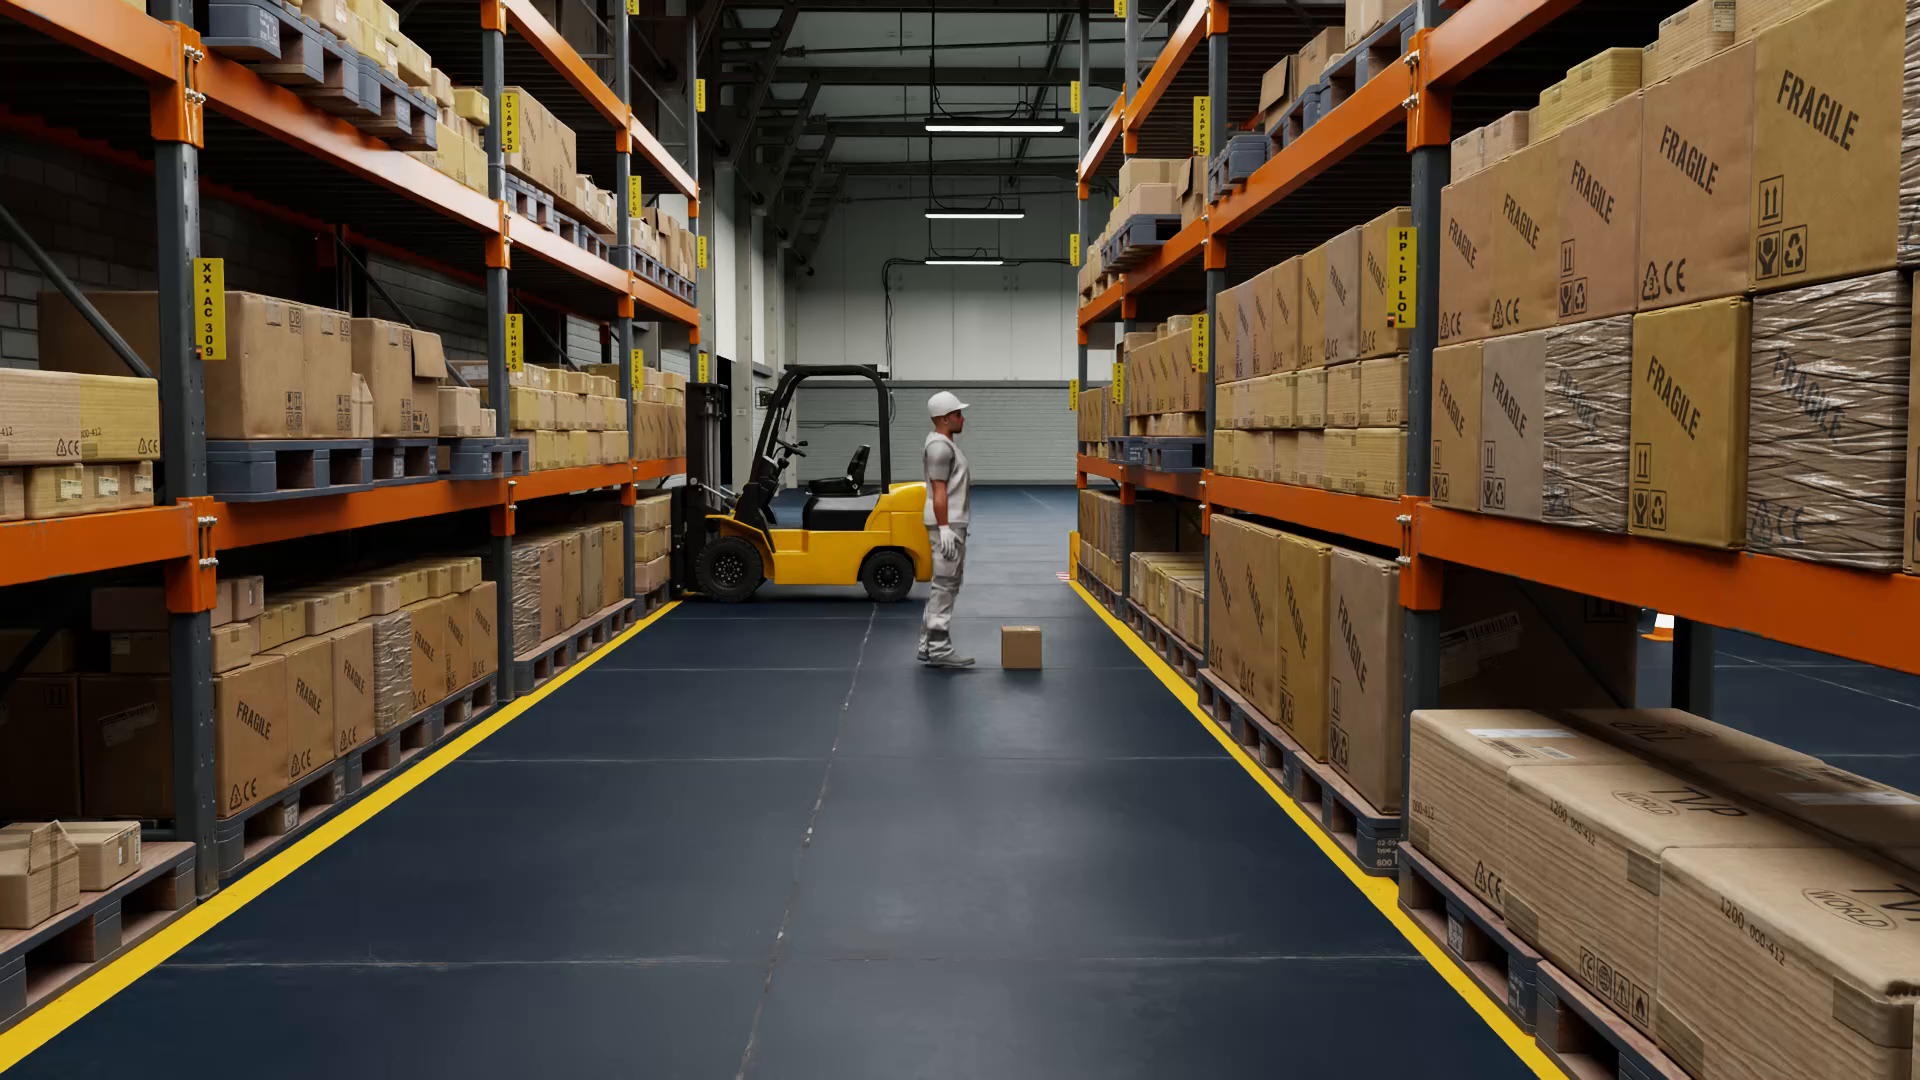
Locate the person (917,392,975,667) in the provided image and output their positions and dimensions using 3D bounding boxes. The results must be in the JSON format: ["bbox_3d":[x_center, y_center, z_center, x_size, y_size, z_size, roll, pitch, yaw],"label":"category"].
[{"bbox_3d":[-0.091,-0.062,10.898,0.382,1.808,0.546,0,4,0],"label":"person"}]
